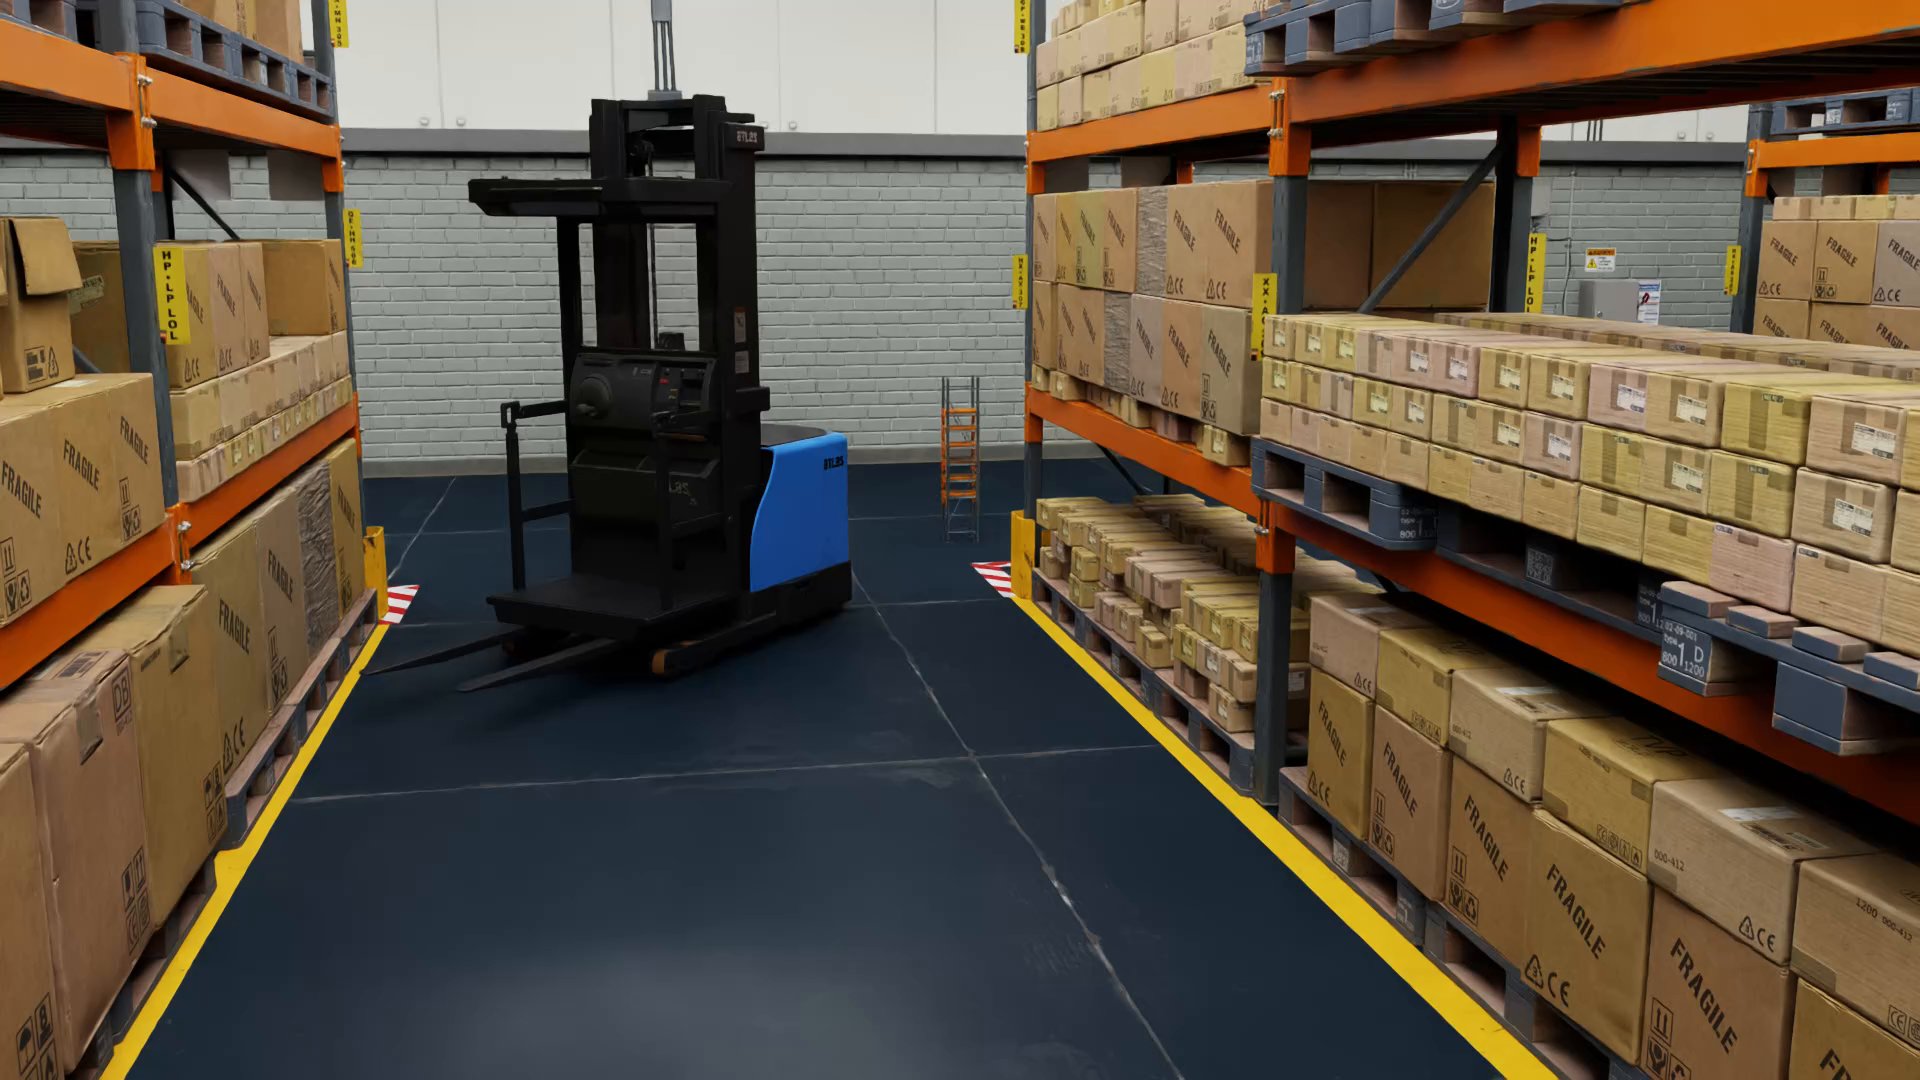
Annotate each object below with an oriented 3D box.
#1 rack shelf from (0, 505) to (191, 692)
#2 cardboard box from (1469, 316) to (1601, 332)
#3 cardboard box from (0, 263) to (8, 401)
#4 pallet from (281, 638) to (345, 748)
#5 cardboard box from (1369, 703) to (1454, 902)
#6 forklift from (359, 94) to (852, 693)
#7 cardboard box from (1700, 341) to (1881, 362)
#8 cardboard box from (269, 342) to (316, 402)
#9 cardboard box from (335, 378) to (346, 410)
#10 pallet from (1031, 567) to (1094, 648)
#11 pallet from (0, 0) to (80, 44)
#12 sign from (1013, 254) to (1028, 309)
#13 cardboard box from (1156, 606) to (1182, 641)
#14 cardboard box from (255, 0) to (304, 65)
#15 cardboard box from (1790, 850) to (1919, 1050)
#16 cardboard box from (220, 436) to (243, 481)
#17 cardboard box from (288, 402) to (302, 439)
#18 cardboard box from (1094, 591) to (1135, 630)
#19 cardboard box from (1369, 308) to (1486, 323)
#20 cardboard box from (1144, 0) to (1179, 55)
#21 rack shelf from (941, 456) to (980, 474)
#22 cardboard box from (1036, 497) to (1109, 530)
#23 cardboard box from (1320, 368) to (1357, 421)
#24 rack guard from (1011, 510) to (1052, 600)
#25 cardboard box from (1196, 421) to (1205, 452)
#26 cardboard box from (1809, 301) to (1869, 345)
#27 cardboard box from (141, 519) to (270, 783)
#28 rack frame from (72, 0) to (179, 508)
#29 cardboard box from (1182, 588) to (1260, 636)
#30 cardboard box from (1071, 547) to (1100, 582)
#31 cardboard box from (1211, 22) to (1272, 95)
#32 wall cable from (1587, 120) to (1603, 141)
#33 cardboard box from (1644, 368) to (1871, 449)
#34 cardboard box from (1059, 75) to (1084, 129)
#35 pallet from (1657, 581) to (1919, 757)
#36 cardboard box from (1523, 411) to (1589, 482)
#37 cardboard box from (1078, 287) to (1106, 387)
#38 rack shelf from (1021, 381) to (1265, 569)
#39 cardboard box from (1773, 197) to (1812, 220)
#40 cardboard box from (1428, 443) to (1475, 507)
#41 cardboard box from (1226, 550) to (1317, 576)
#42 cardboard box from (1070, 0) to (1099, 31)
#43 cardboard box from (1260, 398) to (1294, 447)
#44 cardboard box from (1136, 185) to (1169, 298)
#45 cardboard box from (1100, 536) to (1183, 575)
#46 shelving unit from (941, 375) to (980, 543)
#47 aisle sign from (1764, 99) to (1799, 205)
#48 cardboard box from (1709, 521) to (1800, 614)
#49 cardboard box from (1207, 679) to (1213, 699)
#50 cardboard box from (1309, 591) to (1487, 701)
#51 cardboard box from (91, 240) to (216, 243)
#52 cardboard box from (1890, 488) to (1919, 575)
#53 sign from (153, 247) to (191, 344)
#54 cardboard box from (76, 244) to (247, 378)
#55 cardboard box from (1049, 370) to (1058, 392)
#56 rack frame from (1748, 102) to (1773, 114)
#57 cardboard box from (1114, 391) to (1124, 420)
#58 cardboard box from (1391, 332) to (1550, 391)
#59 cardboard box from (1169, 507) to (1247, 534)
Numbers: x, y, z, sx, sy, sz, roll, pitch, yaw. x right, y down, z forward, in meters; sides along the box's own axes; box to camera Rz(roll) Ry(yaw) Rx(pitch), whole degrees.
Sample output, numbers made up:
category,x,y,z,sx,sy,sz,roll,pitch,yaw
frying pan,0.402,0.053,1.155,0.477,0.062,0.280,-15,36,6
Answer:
category,x,y,z,sx,sy,sz,roll,pitch,yaw
rack shelf,-2.815,0.445,3.760,1.077,0.370,4.000,-2,11,-11
cardboard box,2.004,-0.696,5.791,0.380,0.149,0.250,-2,11,-13
cardboard box,-2.949,-0.574,4.240,0.797,0.503,0.637,-2,11,-10
pallet,-3.515,0.728,7.807,1.003,0.211,1.213,-2,11,-11
cardboard box,1.669,0.827,5.393,0.500,0.500,0.500,-2,11,-8
forklift,-1.793,-0.821,8.672,1.130,2.935,3.031,6,12,28
cardboard box,2.257,-0.457,4.534,0.380,0.149,0.250,-2,11,-12
cardboard box,-3.430,-0.816,8.065,0.500,0.250,0.500,-3,11,-13
cardboard box,-3.537,-0.784,8.968,0.380,0.149,0.250,-2,11,-10
pallet,1.041,0.363,9.723,1.003,0.211,1.213,-2,11,-11
pallet,-2.977,-1.488,4.484,0.805,0.209,1.217,-3,11,-13
sign,0.371,-1.576,10.140,0.100,0.325,0.005,-2,11,-11
cardboard box,1.153,0.372,7.928,0.380,0.149,0.250,-2,11,-10
cardboard box,-3.828,-2.694,8.645,0.700,0.500,0.500,-3,11,-14
cardboard box,2.069,0.834,3.349,0.500,0.250,0.500,-2,11,-12
cardboard box,-3.038,-0.315,6.499,0.380,0.149,0.250,-2,11,-9
cardboard box,-3.292,-0.552,7.745,0.380,0.149,0.250,-2,11,-10
cardboard box,0.926,0.365,8.760,0.380,0.149,0.250,-3,11,-14
cardboard box,1.832,-0.732,6.959,0.500,0.500,0.500,-2,11,-12
cardboard box,1.146,-2.349,7.559,0.500,0.250,0.500,-2,11,-9
rack shelf,0.003,-0.543,12.079,0.258,0.103,0.180,-2,11,-11
cardboard box,0.672,-0.160,9.927,0.380,0.149,0.250,-3,11,-14
cardboard box,1.410,-0.482,5.461,0.380,0.149,0.250,-2,11,-10
rack guard,0.918,0.071,10.485,1.175,0.500,0.348,-2,11,-11
cardboard box,1.246,-0.452,7.221,0.380,0.149,0.250,-2,11,-9
cardboard box,5.677,-1.228,10.359,0.500,0.500,0.500,-2,11,-12
cardboard box,-3.253,0.438,6.431,0.875,0.875,0.875,-2,11,-11
rack frame,-3.204,-0.275,5.620,1.000,3.000,0.127,-2,11,-11
cardboard box,1.213,0.318,7.412,0.380,0.149,0.250,-2,11,-12
cardboard box,0.829,0.128,9.209,0.380,0.149,0.250,-2,11,-9
cardboard box,1.321,-1.917,6.625,0.500,0.250,0.500,-2,11,-10
wall cable,7.835,-5.489,16.868,2.988,3.039,0.133,-2,11,-11
cardboard box,1.761,-0.295,3.681,0.380,0.149,0.250,-2,11,-9
cardboard box,0.838,-2.382,9.069,0.500,0.250,0.500,-2,11,-9
pallet,2.216,0.264,3.300,1.213,0.211,1.003,-2,11,-11
cardboard box,1.664,-0.243,4.204,0.380,0.149,0.250,-2,11,-10
cardboard box,0.932,-1.086,8.817,0.500,0.500,0.500,-2,11,-10
rack shelf,1.292,-0.450,8.465,1.077,0.370,4.000,-2,11,-11
cardboard box,5.537,-2.153,10.810,0.380,0.149,0.250,-2,11,-10
cardboard box,1.566,-0.192,4.730,0.380,0.149,0.250,-2,11,-12
cardboard box,1.548,0.153,8.279,0.380,0.149,0.250,-3,11,-13
cardboard box,0.803,-2.800,8.860,0.380,0.149,0.250,-2,11,-10
cardboard box,1.307,-0.431,5.987,0.380,0.149,0.250,-3,11,-14
cardboard box,1.133,-1.389,7.734,0.500,0.500,0.500,-2,11,-10
cardboard box,0.947,0.080,8.662,0.380,0.149,0.250,-2,11,-10
shelving unit,0.003,-0.587,12.070,0.258,1.200,0.189,-2,11,-11
aisle sign,5.441,-2.649,11.139,0.394,0.787,0.004,-2,11,-11
cardboard box,1.815,0.047,3.475,0.380,0.149,0.250,-2,11,-10
cardboard box,1.302,0.647,7.277,0.380,0.149,0.250,-2,11,-9
cardboard box,1.566,0.361,5.832,0.500,0.250,0.500,-3,11,-14
cardboard box,-4.056,-1.260,8.395,0.500,0.500,0.500,-2,11,-12
cardboard box,1.917,-0.007,2.961,0.380,0.149,0.250,-2,11,-10
sign,-2.673,-0.827,5.632,0.100,0.325,0.005,-2,11,-11
cardboard box,-3.134,-0.904,6.523,0.500,0.500,0.500,-2,11,-11
cardboard box,0.735,-0.931,9.736,0.380,0.149,0.250,-2,11,-9
rack frame,5.739,-4.316,10.807,1.000,3.000,0.127,-2,11,-11
cardboard box,0.998,-0.692,8.480,0.380,0.149,0.250,-2,11,-9
cardboard box,1.511,-0.532,4.929,0.380,0.149,0.250,-2,11,-11
cardboard box,1.422,-0.090,9.556,0.380,0.149,0.250,-2,11,-12
